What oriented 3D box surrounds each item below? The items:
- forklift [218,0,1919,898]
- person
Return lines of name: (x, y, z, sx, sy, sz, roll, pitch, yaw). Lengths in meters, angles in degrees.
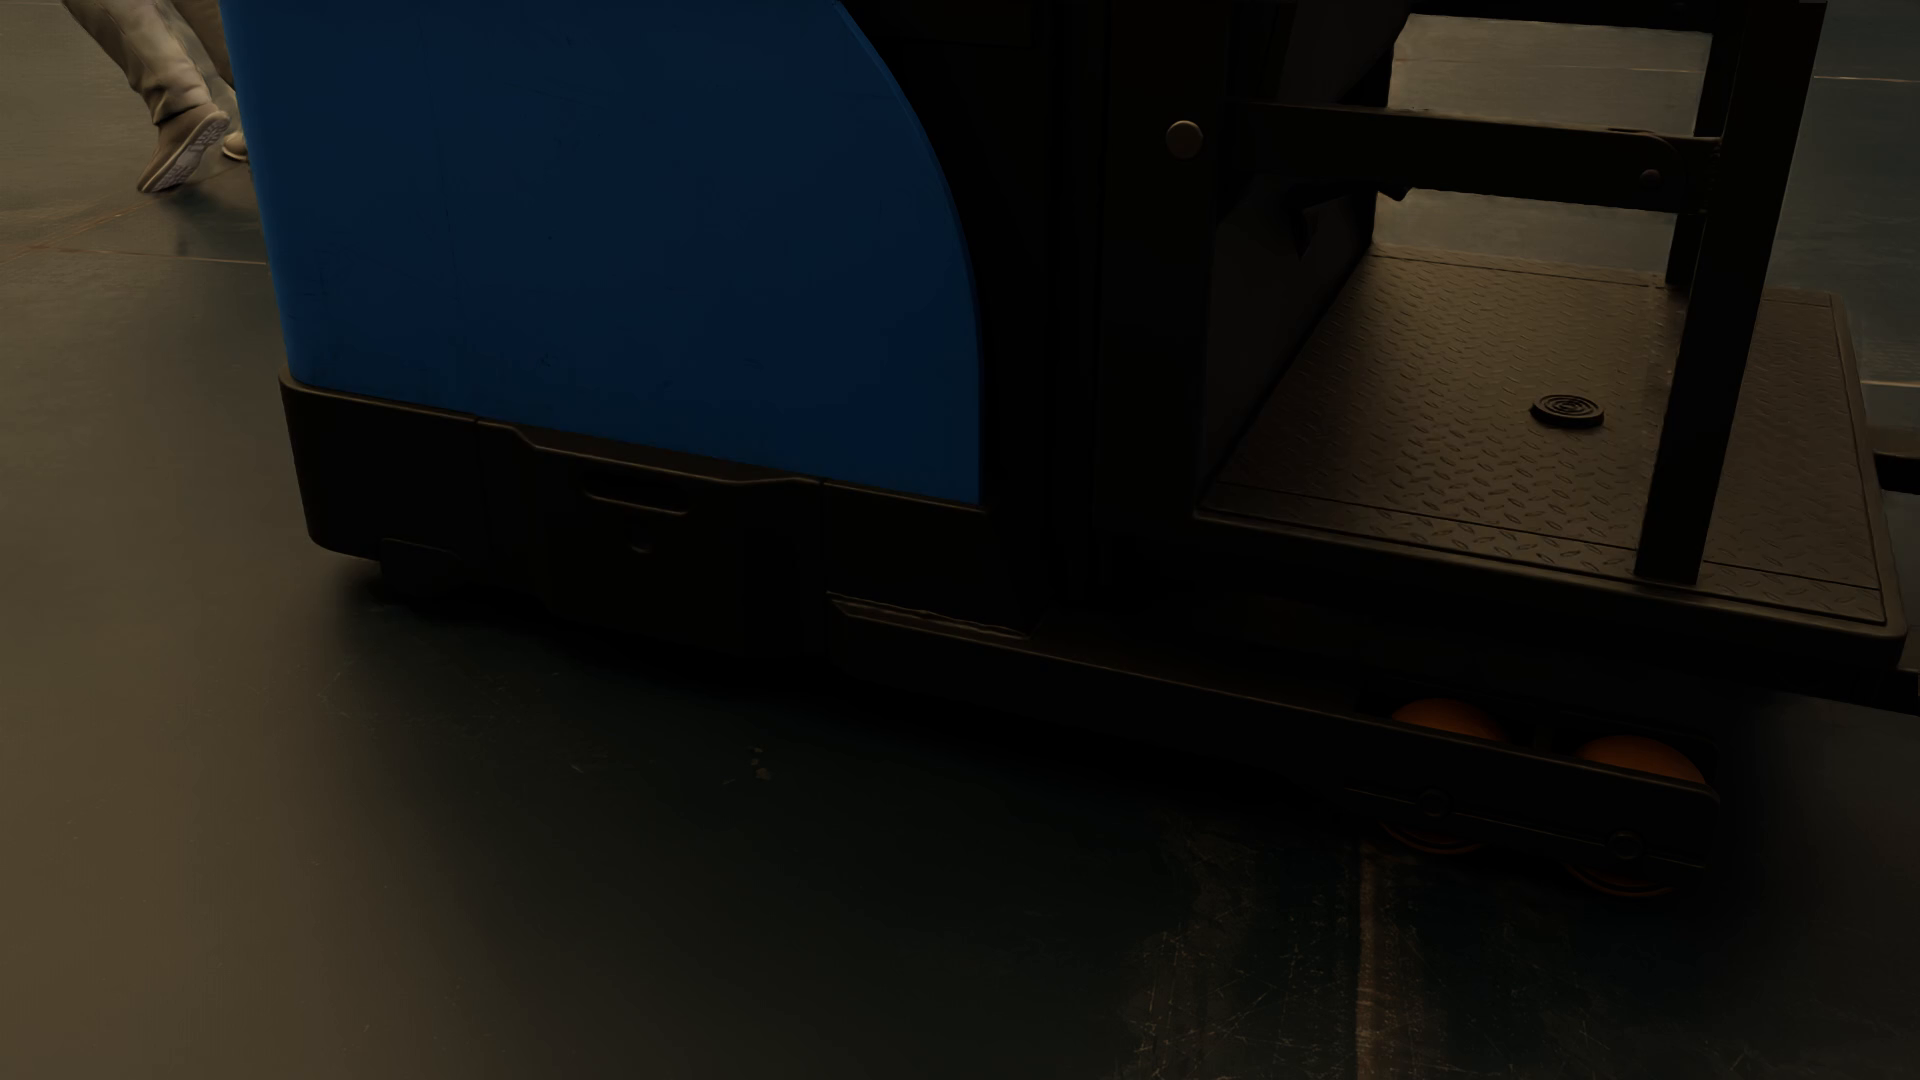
forklift: (0.635, -1.204, 1.633, 3.031, 2.935, 1.130, 11, 29, 20)
person: (-1.936, -1.723, 4.108, 0.732, 1.711, 0.723, 2, 27, 4)
